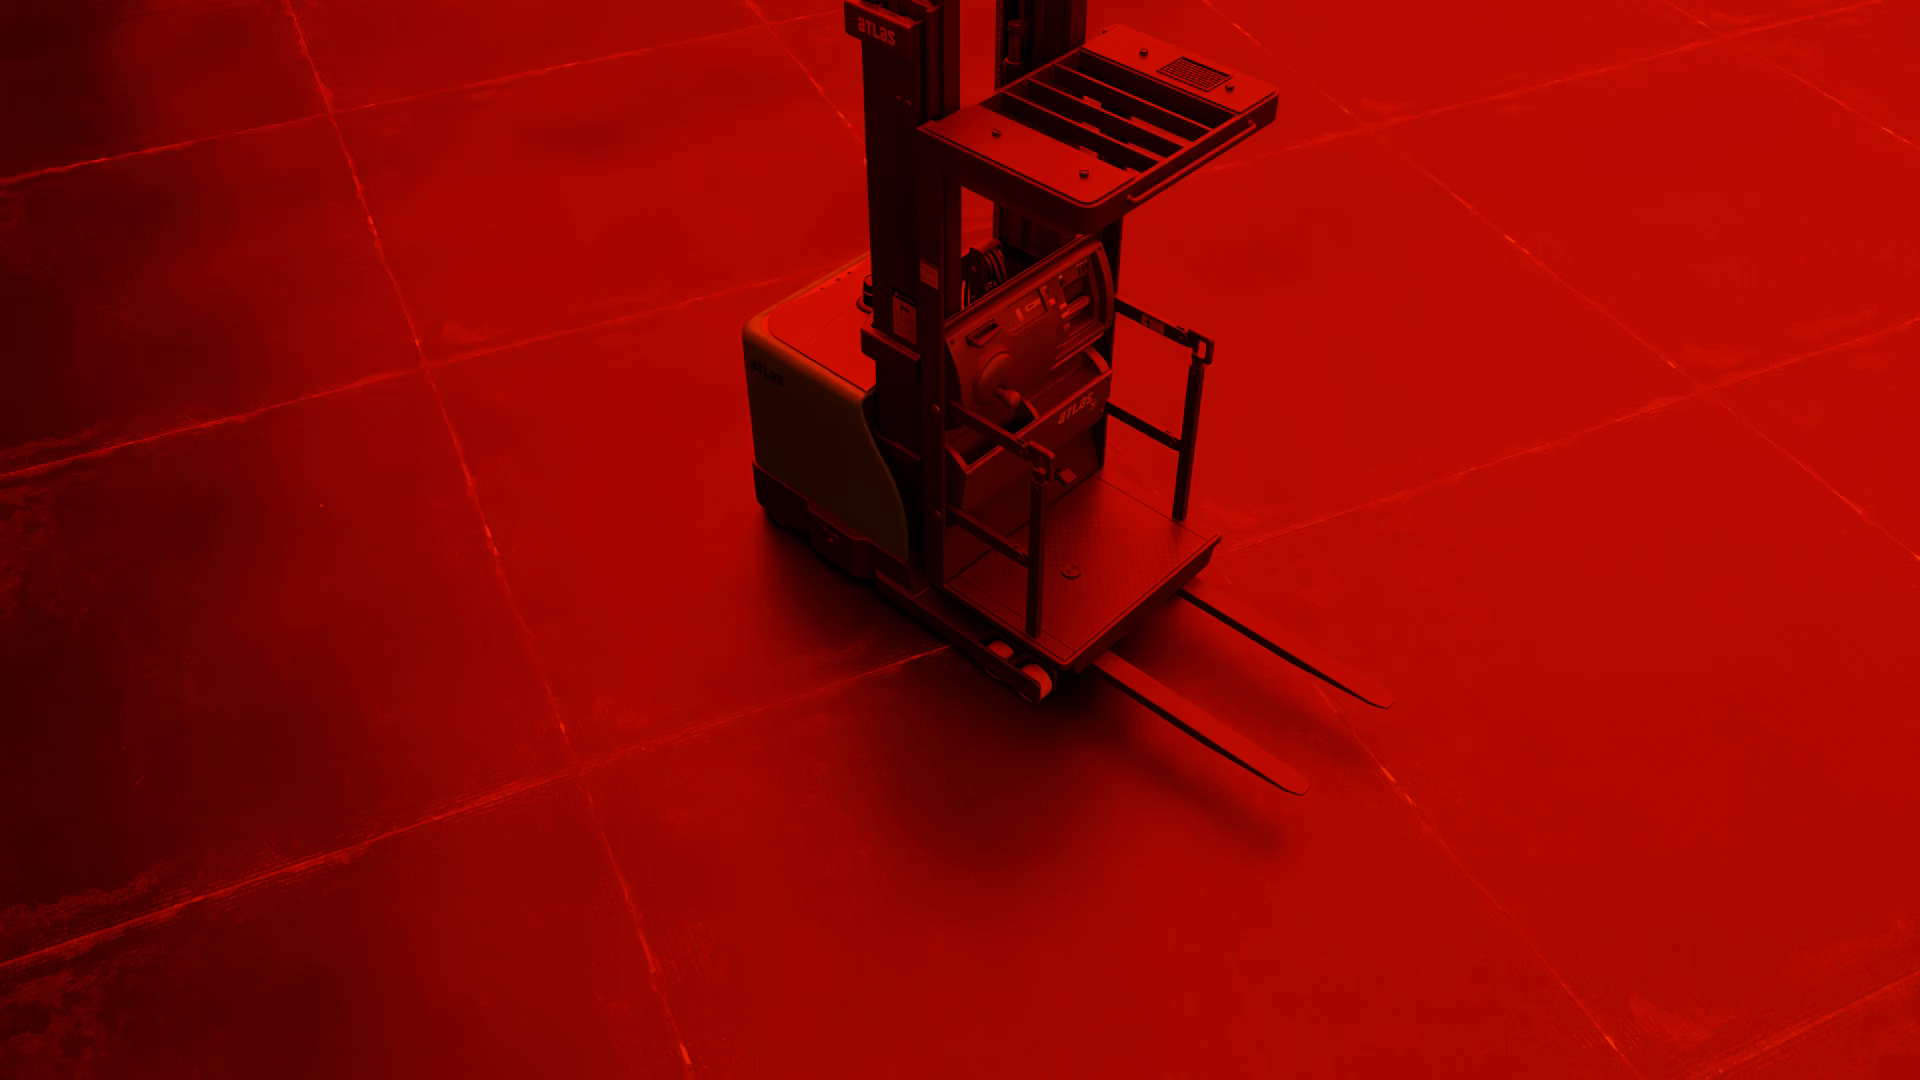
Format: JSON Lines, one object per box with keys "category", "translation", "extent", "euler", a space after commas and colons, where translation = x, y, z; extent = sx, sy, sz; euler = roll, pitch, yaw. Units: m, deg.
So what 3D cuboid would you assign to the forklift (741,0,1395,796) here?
{"category": "forklift", "translation": [0.445, -0.788, 6.525], "extent": [3.031, 2.935, 1.130], "euler": [32, 52, 30]}
